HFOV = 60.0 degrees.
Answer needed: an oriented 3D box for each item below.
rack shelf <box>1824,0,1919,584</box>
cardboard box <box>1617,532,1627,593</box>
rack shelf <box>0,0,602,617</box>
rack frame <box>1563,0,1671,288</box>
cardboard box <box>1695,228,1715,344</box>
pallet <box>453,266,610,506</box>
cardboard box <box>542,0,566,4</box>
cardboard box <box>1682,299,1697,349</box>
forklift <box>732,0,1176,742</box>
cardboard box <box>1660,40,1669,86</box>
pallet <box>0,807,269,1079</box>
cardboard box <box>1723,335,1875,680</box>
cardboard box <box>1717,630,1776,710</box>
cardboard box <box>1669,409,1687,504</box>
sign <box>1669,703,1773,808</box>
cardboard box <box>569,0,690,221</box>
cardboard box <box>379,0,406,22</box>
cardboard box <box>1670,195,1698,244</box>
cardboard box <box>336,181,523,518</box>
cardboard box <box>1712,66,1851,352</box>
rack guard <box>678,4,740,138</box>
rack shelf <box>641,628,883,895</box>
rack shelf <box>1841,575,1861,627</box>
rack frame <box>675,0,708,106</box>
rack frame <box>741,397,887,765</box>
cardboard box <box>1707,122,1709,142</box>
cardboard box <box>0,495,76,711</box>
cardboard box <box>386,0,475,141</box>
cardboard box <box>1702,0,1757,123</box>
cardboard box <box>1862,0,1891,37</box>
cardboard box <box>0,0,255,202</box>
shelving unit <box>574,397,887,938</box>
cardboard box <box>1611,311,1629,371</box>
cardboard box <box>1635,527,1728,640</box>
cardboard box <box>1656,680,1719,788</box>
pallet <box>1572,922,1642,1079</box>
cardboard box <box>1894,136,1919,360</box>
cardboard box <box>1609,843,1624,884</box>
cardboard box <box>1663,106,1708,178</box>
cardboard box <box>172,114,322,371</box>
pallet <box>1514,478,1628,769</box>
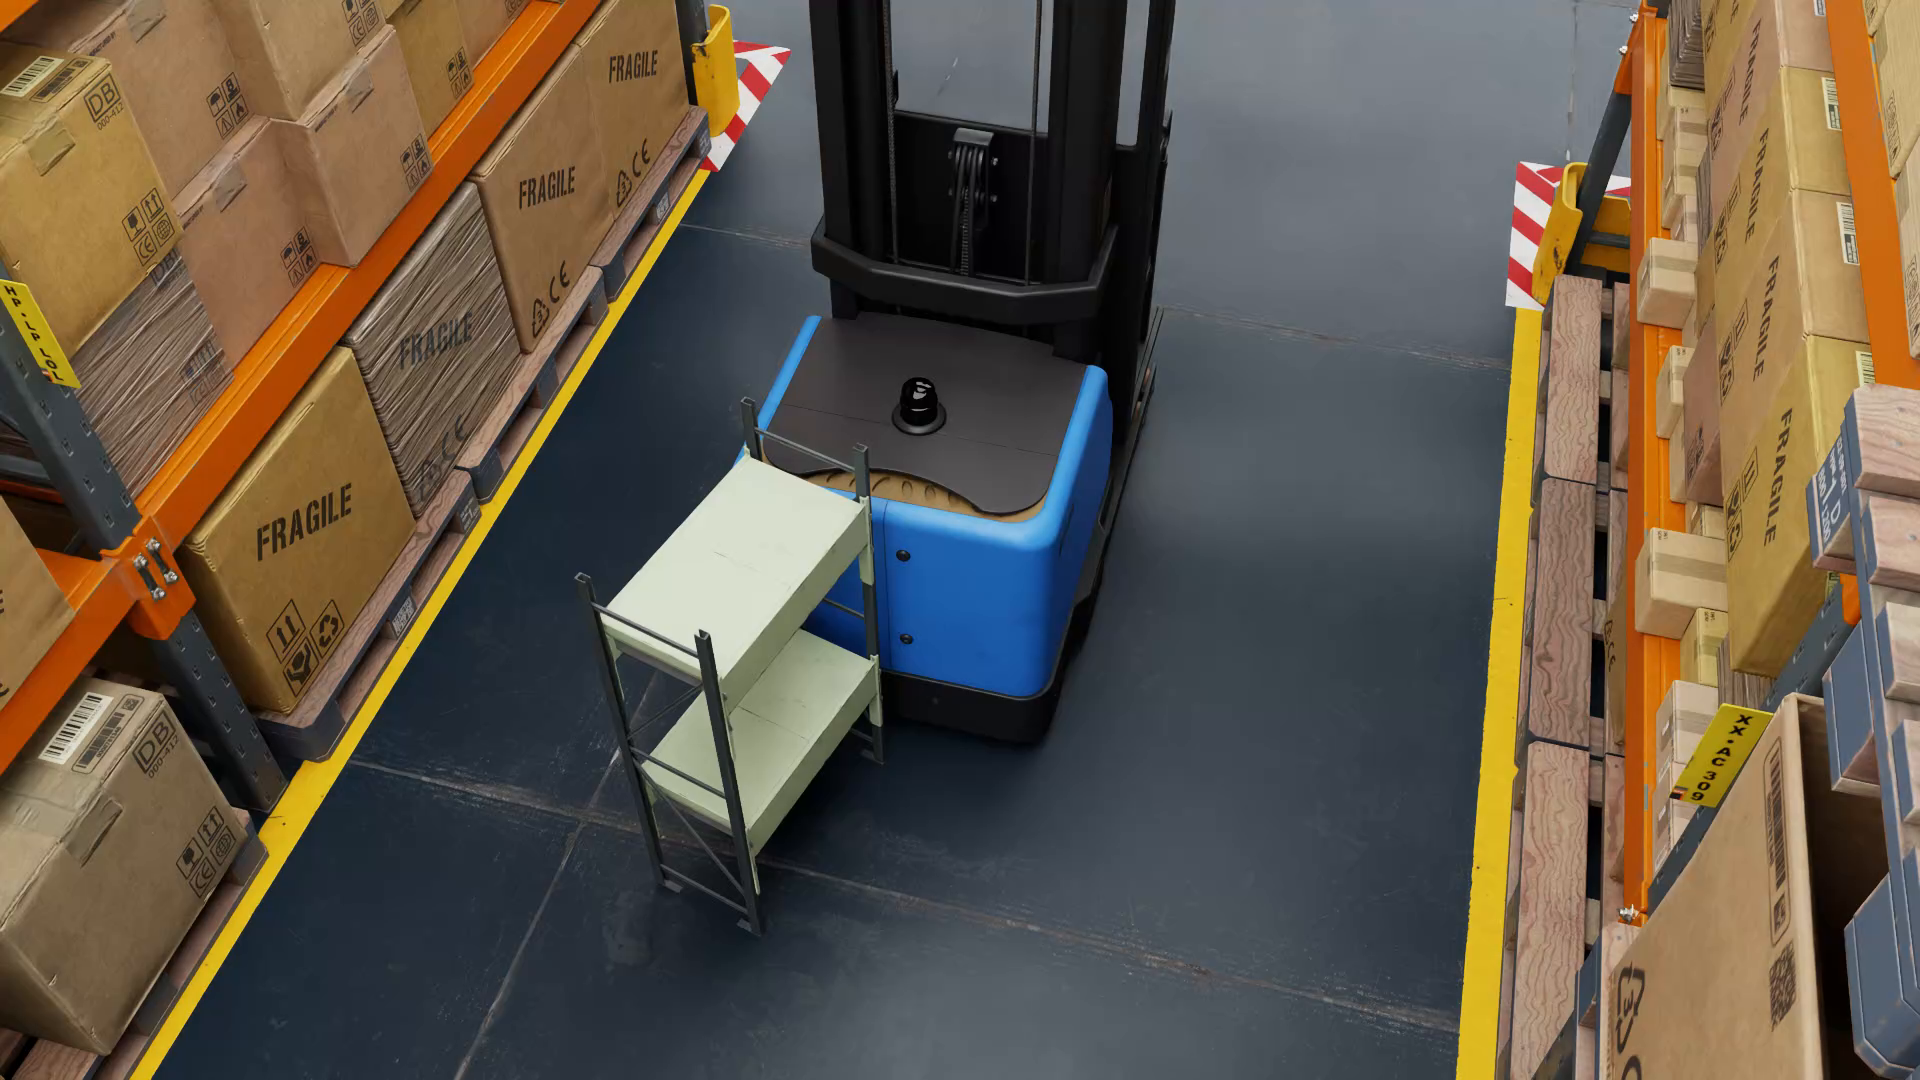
[{"bbox_3d":[2.558,-1.382,3.949,1.077,0.370,4.000,12,50,10],"label":"rack shelf"},{"bbox_3d":[2.596,-0.050,5.680,0.500,0.500,0.500,16,50,14],"label":"cardboard box"},{"bbox_3d":[-2.201,-1.442,6.002,1.077,0.370,4.000,12,50,10],"label":"rack shelf"},{"bbox_3d":[3.084,-2.074,6.080,1.000,3.000,0.127,12,50,10],"label":"rack frame"},{"bbox_3d":[2.581,-0.716,4.616,0.875,0.500,0.500,12,50,10],"label":"cardboard box"},{"bbox_3d":[-2.133,-0.730,6.754,1.003,0.211,1.213,12,50,10],"label":"pallet"},{"bbox_3d":[-1.852,-2.496,6.353,0.875,0.550,0.550,12,50,10],"label":"cardboard box"},{"bbox_3d":[2.353,-0.559,4.911,0.380,0.149,0.250,12,50,10],"label":"cardboard box"},{"bbox_3d":[0.163,-1.426,5.554,1.130,2.935,3.031,11,50,10],"label":"forklift"},{"bbox_3d":[2.695,-1.655,5.878,0.380,0.149,0.250,12,50,10],"label":"cardboard box"},{"bbox_3d":[-2.858,1.263,4.995,1.003,0.211,1.213,12,50,10],"label":"pallet"},{"bbox_3d":[1.884,-0.023,3.338,0.500,0.500,0.500,12,50,10],"label":"cardboard box"},{"bbox_3d":[2.209,0.374,3.654,0.875,0.500,0.500,12,50,10],"label":"cardboard box"},{"bbox_3d":[2.181,-0.206,4.599,0.380,0.149,0.250,12,50,10],"label":"cardboard box"},{"bbox_3d":[1.506,0.431,3.292,0.100,0.325,0.005,12,50,10],"label":"sign"},{"bbox_3d":[-1.789,-2.059,7.203,0.875,0.875,0.875,12,50,10],"label":"cardboard box"},{"bbox_3d":[-2.158,-2.069,5.255,0.875,0.550,0.500,12,50,10],"label":"cardboard box"},{"bbox_3d":[2.456,-0.927,5.235,0.380,0.149,0.250,12,50,10],"label":"cardboard box"},{"bbox_3d":[-2.261,-0.763,6.060,0.875,0.875,0.875,12,50,10],"label":"cardboard box"},{"bbox_3d":[2.147,-0.747,3.976,0.500,0.500,0.500,12,50,10],"label":"cardboard box"},{"bbox_3d":[-1.668,-2.317,7.961,1.175,0.500,0.348,12,50,10],"label":"rack guard"},{"bbox_3d":[-0.607,0.635,5.124,0.431,0.370,0.720,23,52,19],"label":"rack shelf"},{"bbox_3d":[1.505,1.511,1.395,1.077,0.370,4.000,12,50,10],"label":"rack shelf"},{"bbox_3d":[-1.675,-3.126,7.009,1.000,3.000,0.127,12,50,10],"label":"rack frame"},{"bbox_3d":[-0.427,0.180,5.091,0.400,1.500,0.023,23,52,19],"label":"rack frame"},{"bbox_3d":[2.897,-1.428,5.245,0.875,0.500,0.500,12,50,10],"label":"cardboard box"},{"bbox_3d":[-2.607,0.164,4.038,0.500,0.500,0.500,11,50,10],"label":"cardboard box"},{"bbox_3d":[-2.220,-1.725,5.671,0.875,0.550,0.500,12,50,10],"label":"cardboard box"},{"bbox_3d":[2.408,-1.471,4.615,0.500,0.500,0.500,12,50,10],"label":"cardboard box"},{"bbox_3d":[2.176,-1.251,3.453,0.500,0.250,0.500,11,50,10],"label":"cardboard box"},{"bbox_3d":[-2.564,-1.321,4.595,0.875,0.550,0.550,12,50,10],"label":"cardboard box"},{"bbox_3d":[-0.607,0.419,4.880,0.431,1.500,0.755,23,52,19],"label":"shelving unit"},{"bbox_3d":[2.903,-0.938,6.464,0.500,0.500,0.500,20,52,17],"label":"cardboard box"},{"bbox_3d":[1.961,0.138,4.295,0.380,0.149,0.250,12,50,10],"label":"cardboard box"},{"bbox_3d":[1.879,0.509,3.967,0.380,0.149,0.250,12,50,10],"label":"cardboard box"},{"bbox_3d":[1.690,1.406,3.136,1.003,0.211,1.213,12,50,10],"label":"pallet"},{"bbox_3d":[1.899,-0.505,2.795,0.500,0.250,0.500,13,50,11],"label":"cardboard box"},{"bbox_3d":[2.318,0.810,4.922,0.500,0.500,0.500,27,54,22],"label":"cardboard box"},{"bbox_3d":[2.569,-1.292,5.558,0.380,0.149,0.250,12,50,10],"label":"cardboard box"},{"bbox_3d":[-2.519,-0.954,4.991,0.875,0.550,0.550,12,50,10],"label":"cardboard box"},{"bbox_3d":[2.493,0.364,5.788,1.003,0.211,1.213,12,50,10],"label":"pallet"}]
